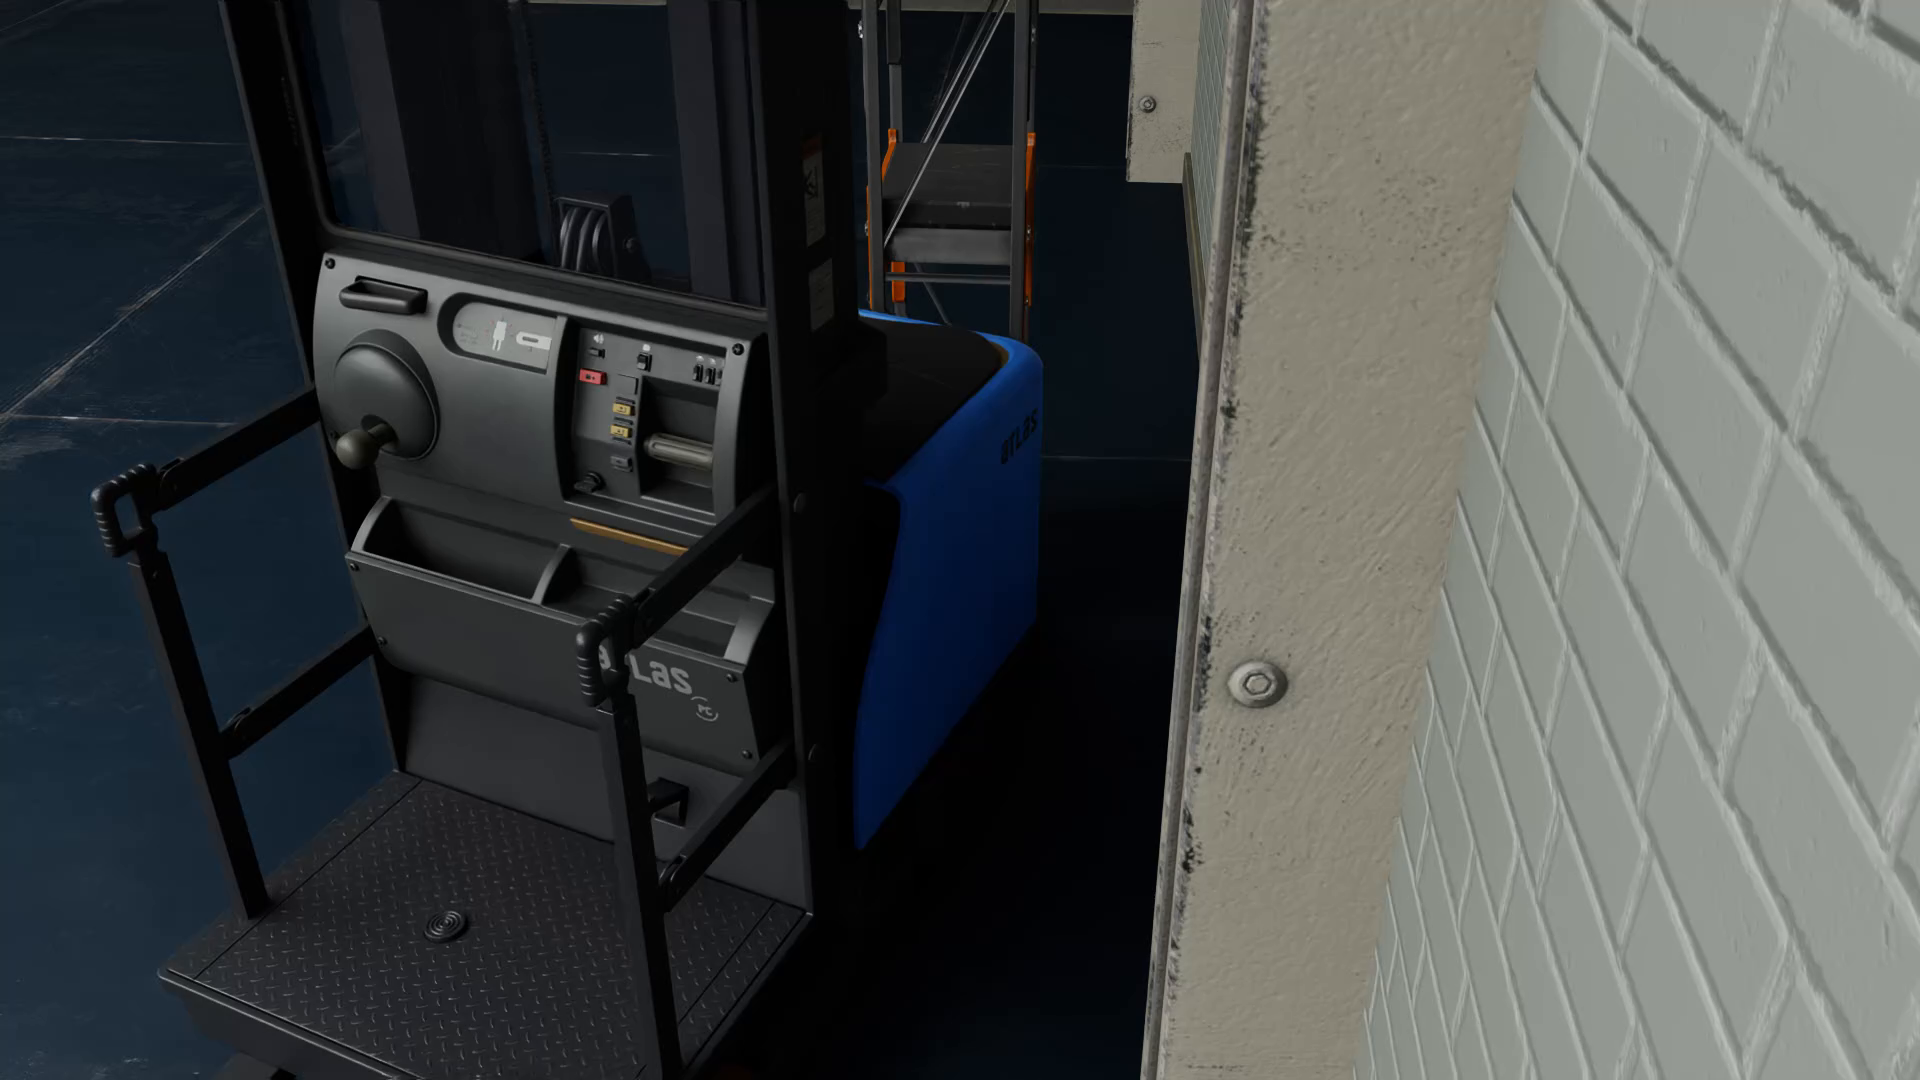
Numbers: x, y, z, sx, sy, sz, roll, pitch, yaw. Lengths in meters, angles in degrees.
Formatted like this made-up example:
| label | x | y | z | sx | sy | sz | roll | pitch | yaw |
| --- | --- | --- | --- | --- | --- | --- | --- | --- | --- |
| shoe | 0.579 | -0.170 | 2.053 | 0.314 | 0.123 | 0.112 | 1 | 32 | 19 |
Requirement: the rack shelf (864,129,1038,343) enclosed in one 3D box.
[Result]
| label | x | y | z | sx | sy | sz | roll | pitch | yaw |
| --- | --- | --- | --- | --- | --- | --- | --- | --- | --- |
| rack shelf | -0.013 | -0.796 | 4.566 | 0.431 | 0.518 | 0.480 | 2 | 32 | 4 |

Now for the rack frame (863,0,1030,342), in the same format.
| label | x | y | z | sx | sy | sz | roll | pitch | yaw |
| --- | --- | --- | --- | --- | --- | --- | --- | --- | --- |
| rack frame | -0.033 | -0.680 | 4.352 | 0.400 | 2.100 | 0.015 | 2 | 32 | 4 |

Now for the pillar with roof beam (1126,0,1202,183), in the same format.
| label | x | y | z | sx | sy | sz | roll | pitch | yaw |
| --- | --- | --- | --- | --- | --- | --- | --- | --- | --- |
| pillar with roof beam | -3.314 | -5.853 | 6.170 | 9.100 | 9.000 | 0.400 | 2 | 32 | 4 |

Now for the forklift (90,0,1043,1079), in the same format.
| label | x | y | z | sx | sy | sz | roll | pitch | yaw |
| --- | --- | --- | --- | --- | --- | --- | --- | --- | --- |
| forklift | -0.867 | -0.212 | 2.801 | 1.130 | 2.935 | 3.031 | 14 | 34 | 21 |

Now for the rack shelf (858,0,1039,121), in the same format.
| label | x | y | z | sx | sy | sz | roll | pitch | yaw |
| --- | --- | --- | --- | --- | --- | --- | --- | --- | --- |
| rack shelf | -0.013 | -1.392 | 4.199 | 0.431 | 0.518 | 0.480 | 2 | 32 | 4 |

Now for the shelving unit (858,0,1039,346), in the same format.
| label | x | y | z | sx | sy | sz | roll | pitch | yaw |
| --- | --- | --- | --- | --- | --- | --- | --- | --- | --- |
| shelving unit | -0.013 | -0.807 | 4.559 | 0.431 | 2.100 | 0.503 | 2 | 32 | 4 |

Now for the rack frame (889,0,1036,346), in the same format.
| label | x | y | z | sx | sy | sz | roll | pitch | yaw |
| --- | --- | --- | --- | --- | --- | --- | --- | --- | --- |
| rack frame | 0.006 | -0.935 | 4.766 | 0.400 | 2.100 | 0.015 | 2 | 32 | 4 |
